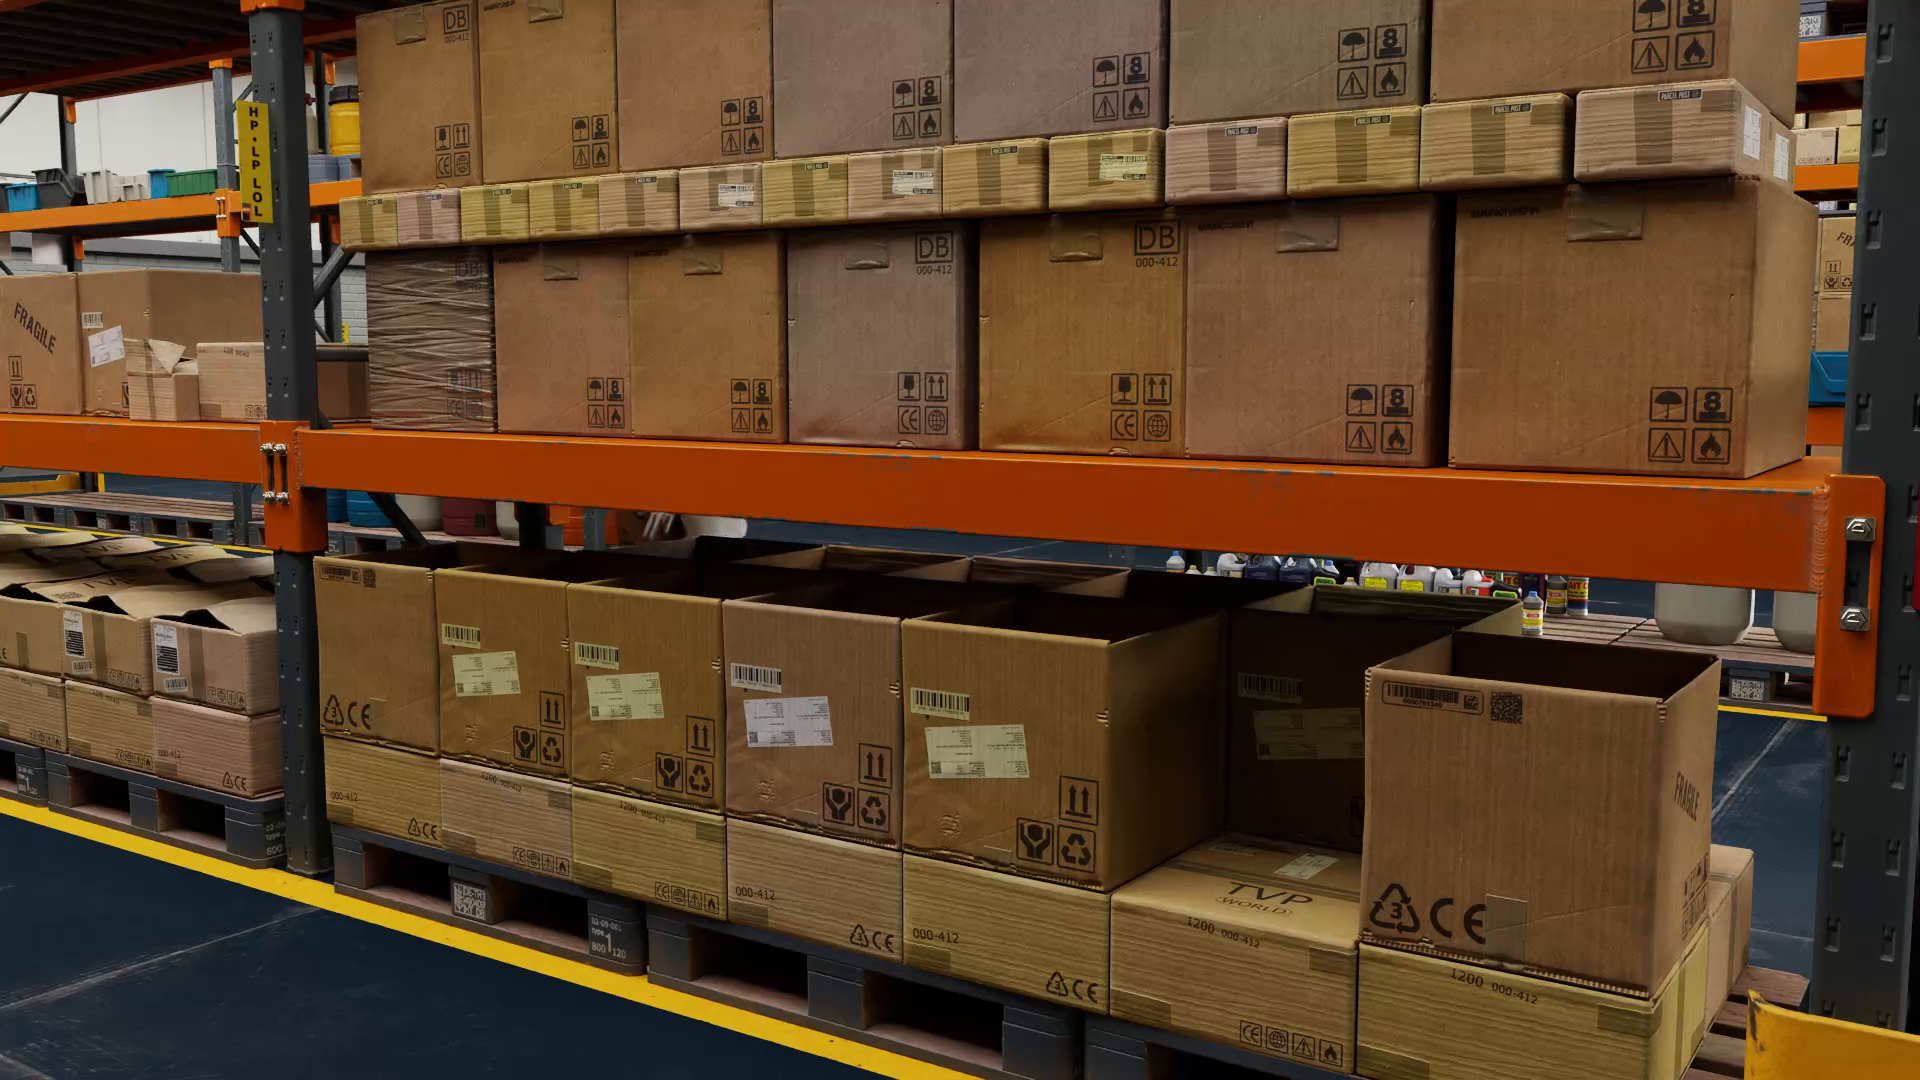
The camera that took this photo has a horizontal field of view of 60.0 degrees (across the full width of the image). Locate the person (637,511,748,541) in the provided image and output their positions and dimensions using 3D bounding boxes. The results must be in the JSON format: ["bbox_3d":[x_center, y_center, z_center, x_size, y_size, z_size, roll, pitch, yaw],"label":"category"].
[{"bbox_3d":[-1.018,-0.106,6.519,0.498,1.792,0.578,-1,6,-12],"label":"person"}]
